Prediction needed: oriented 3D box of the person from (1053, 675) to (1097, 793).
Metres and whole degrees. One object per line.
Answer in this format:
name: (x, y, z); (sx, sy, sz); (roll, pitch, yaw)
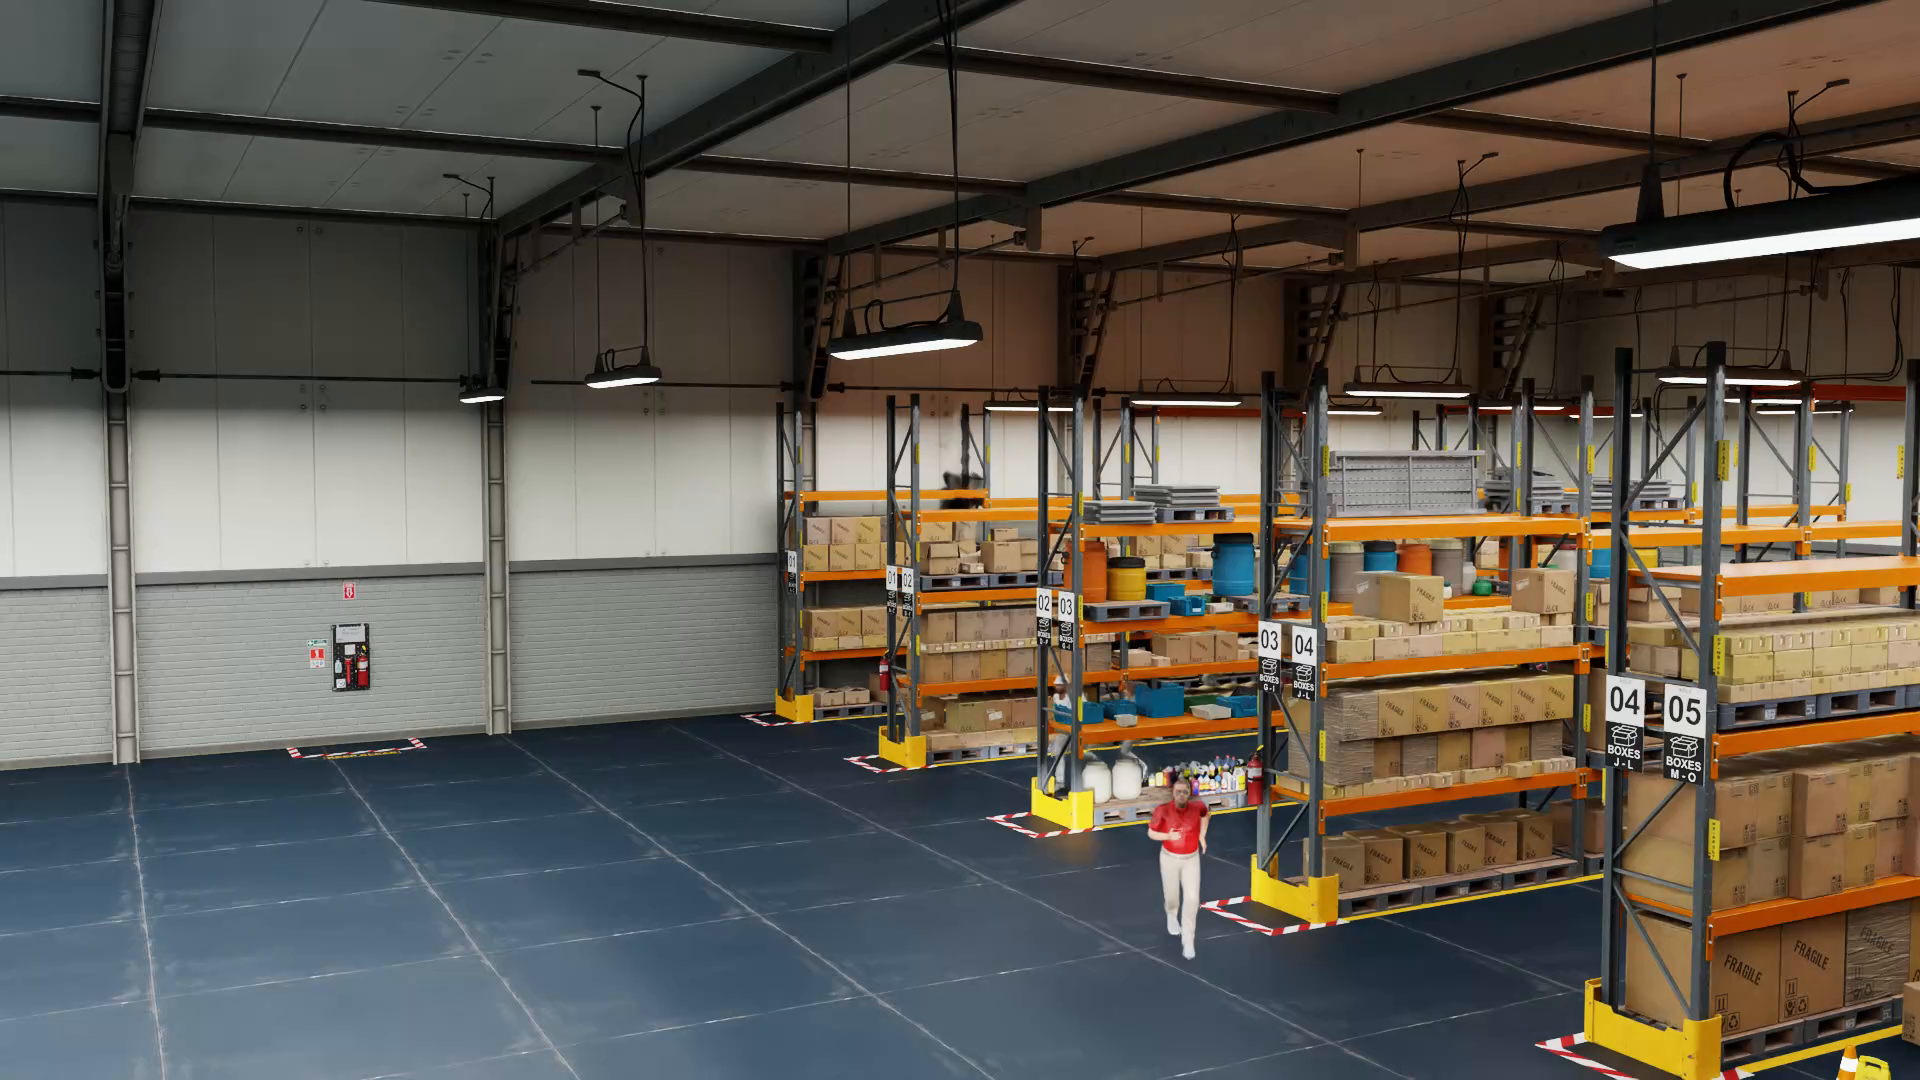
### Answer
person: (1.687, 2.893, 25.122); (0.700, 1.754, 1.046); (3, 4, 43)

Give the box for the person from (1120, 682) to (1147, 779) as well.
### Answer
person: (2.586, 2.944, 25.402); (0.525, 1.564, 0.545); (-1, 4, -23)

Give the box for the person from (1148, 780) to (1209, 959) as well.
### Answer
person: (2.259, 3.352, 17.165); (0.657, 1.805, 0.918); (0, 3, 2)

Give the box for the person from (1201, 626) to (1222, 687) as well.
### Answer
person: (4.853, 2.346, 31.912); (0.814, 1.758, 0.682); (-2, 4, -26)
